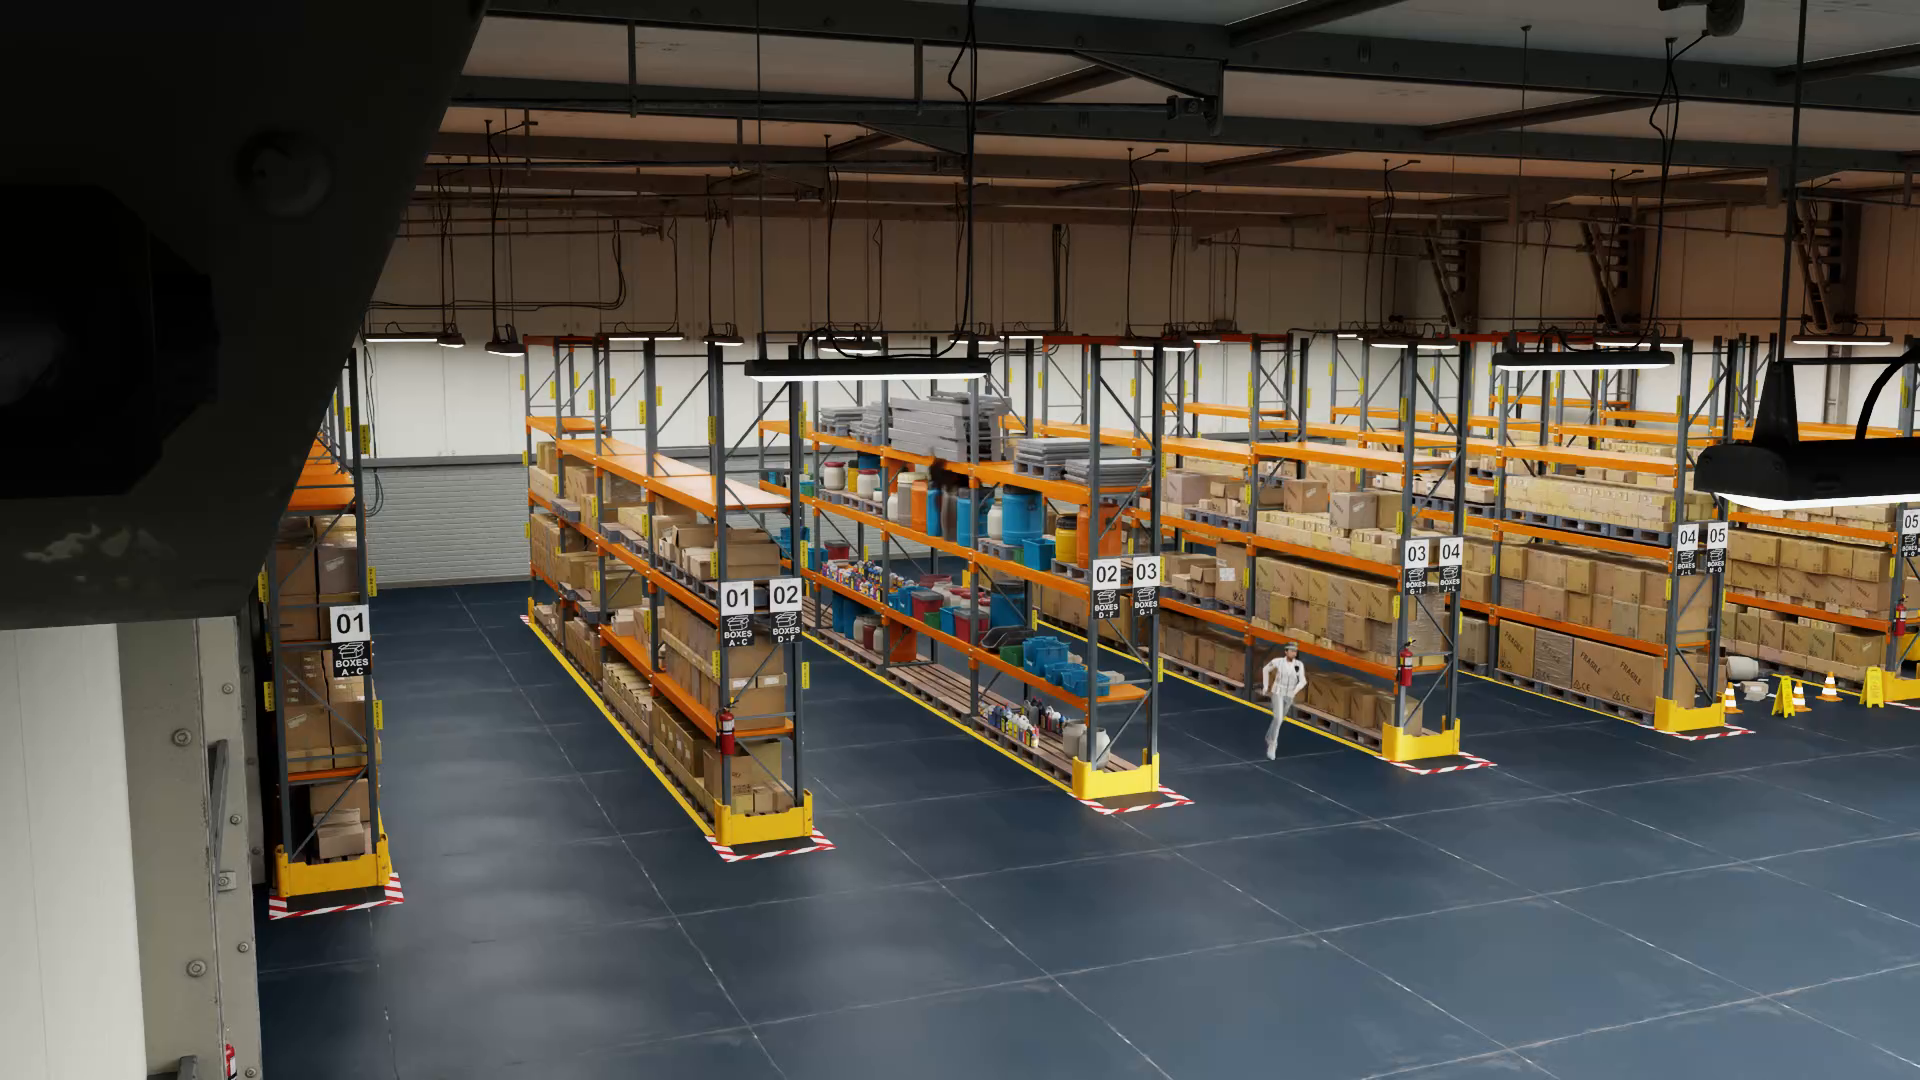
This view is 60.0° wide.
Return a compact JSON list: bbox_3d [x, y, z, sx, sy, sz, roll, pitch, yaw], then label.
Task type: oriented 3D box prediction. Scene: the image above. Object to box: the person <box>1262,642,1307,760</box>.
[{"bbox_3d":[4.696,2.278,24.236,0.653,1.668,0.829,-1,8,-9],"label":"person"}]
